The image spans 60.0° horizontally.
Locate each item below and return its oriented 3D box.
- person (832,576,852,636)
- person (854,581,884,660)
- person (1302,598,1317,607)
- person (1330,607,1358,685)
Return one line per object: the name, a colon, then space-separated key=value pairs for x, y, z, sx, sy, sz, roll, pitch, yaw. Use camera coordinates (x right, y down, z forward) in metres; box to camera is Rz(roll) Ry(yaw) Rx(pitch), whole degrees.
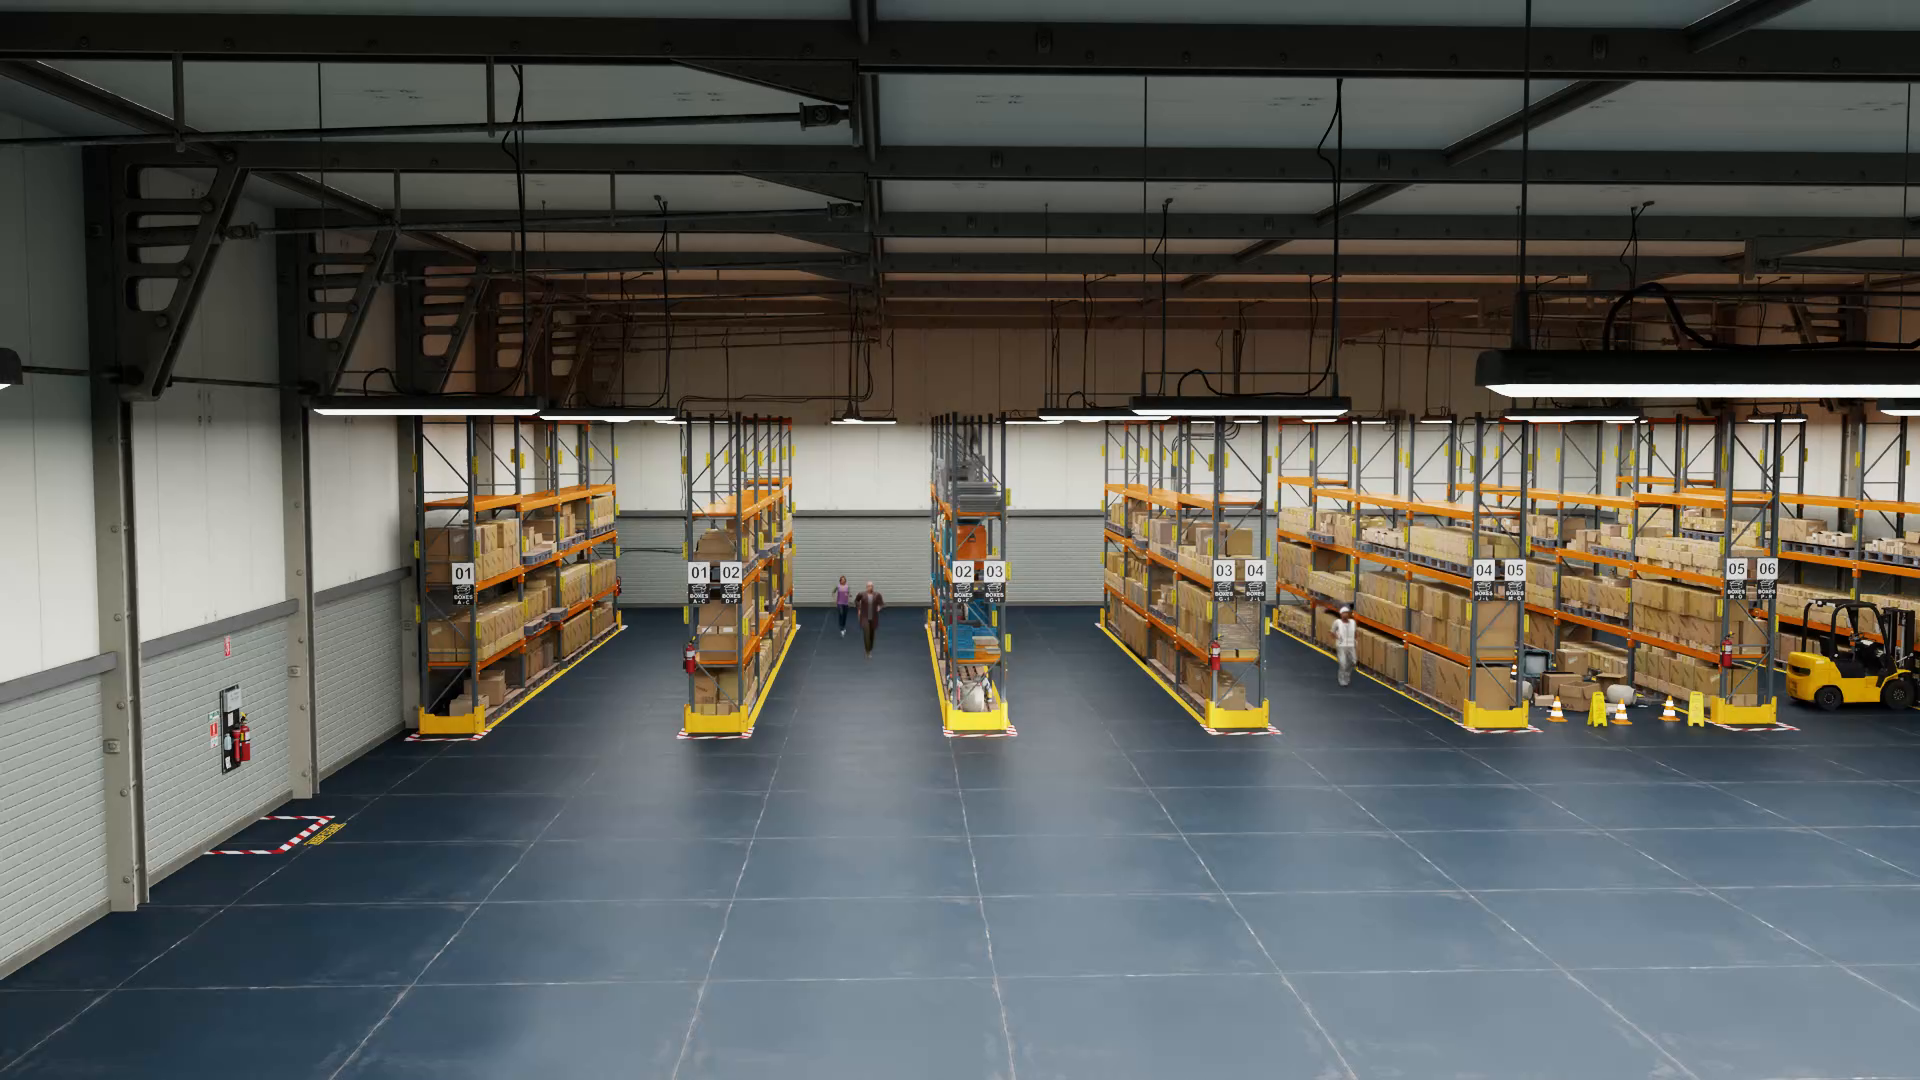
person: x=-3.230 y=1.796 z=45.751 sx=0.520 sy=1.626 sz=0.796 roll=-1 pitch=4 yaw=-17
person: x=-2.136 y=1.879 z=39.257 sx=0.662 sy=1.823 sz=0.984 roll=-1 pitch=4 yaw=-13
person: x=10.365 y=1.567 z=49.036 sx=0.669 sy=1.690 sz=0.586 roll=0 pitch=4 yaw=2
person: x=8.512 y=2.350 z=36.639 sx=0.669 sy=1.737 sz=0.589 roll=0 pitch=4 yaw=-5
